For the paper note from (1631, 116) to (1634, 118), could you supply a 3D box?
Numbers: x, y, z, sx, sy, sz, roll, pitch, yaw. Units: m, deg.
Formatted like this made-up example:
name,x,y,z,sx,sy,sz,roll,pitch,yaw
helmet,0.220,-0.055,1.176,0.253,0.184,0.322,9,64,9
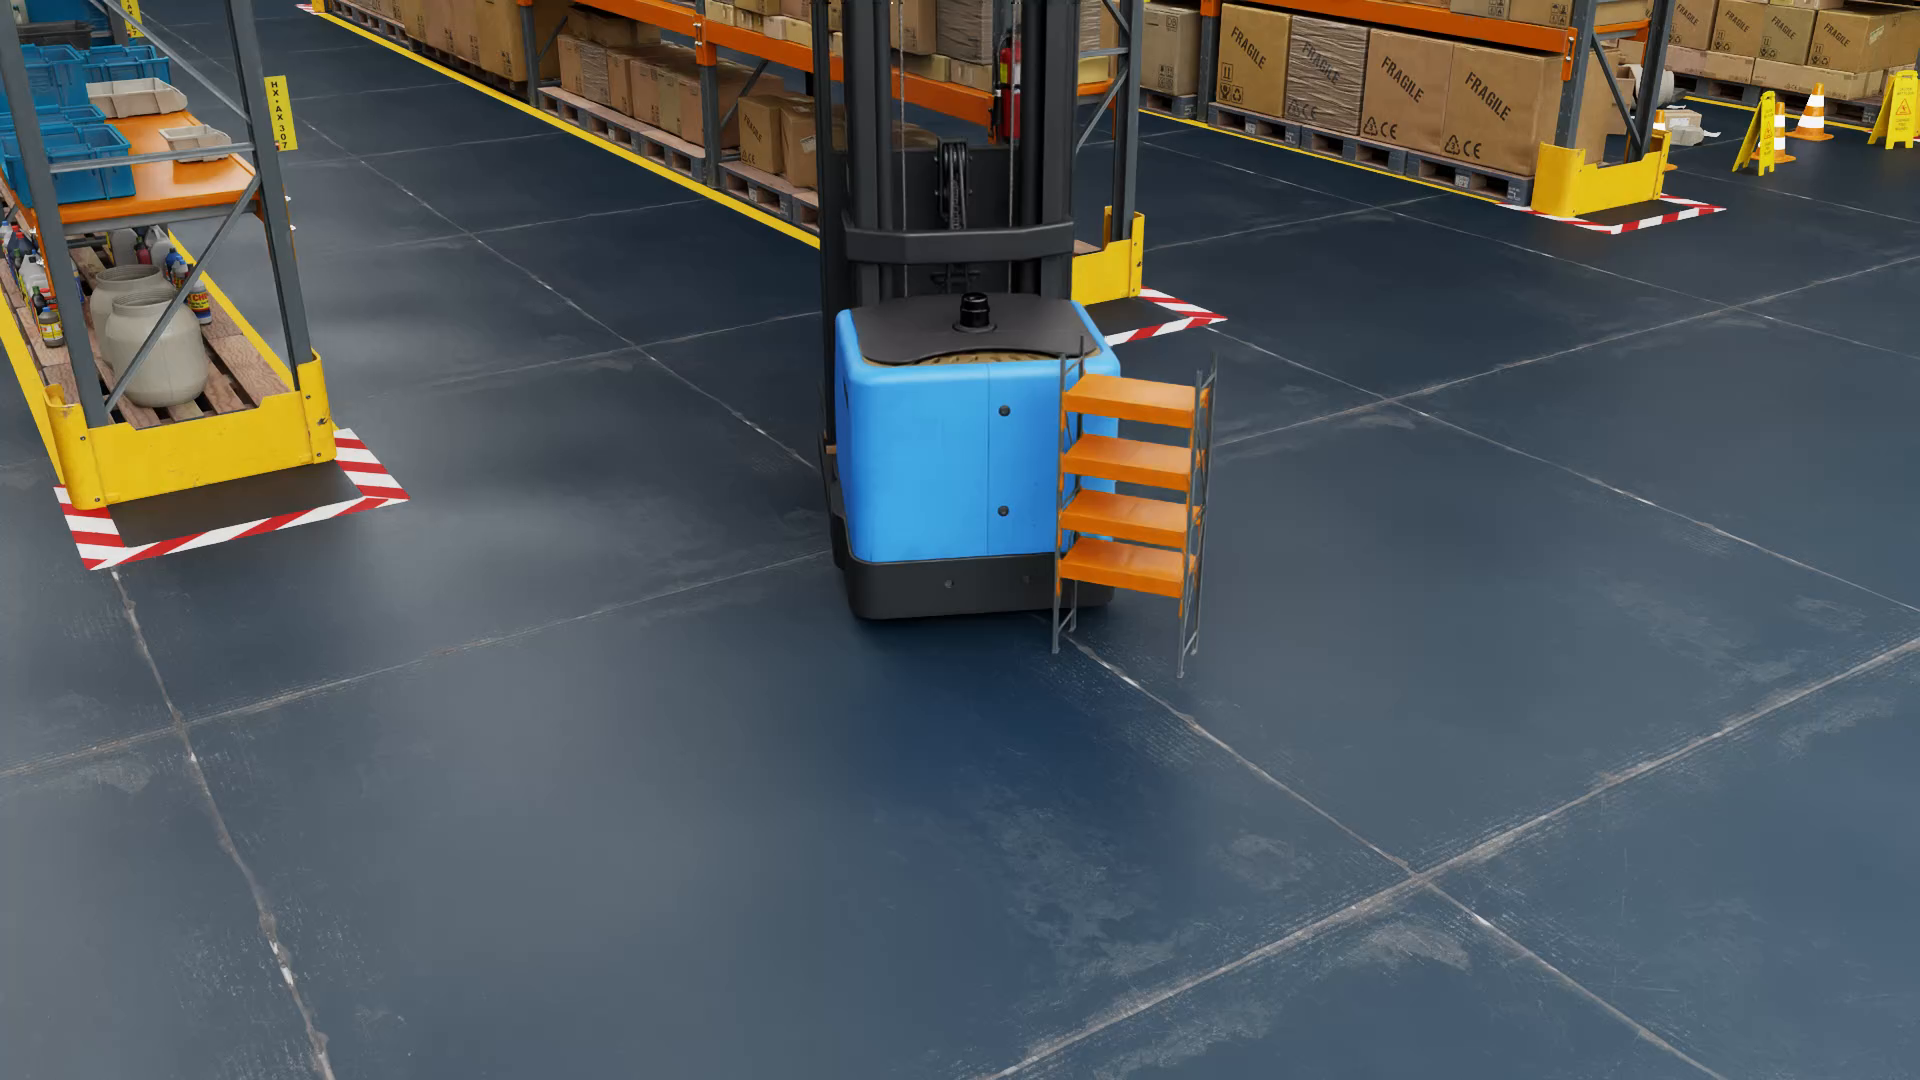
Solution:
name,x,y,z,sx,sy,sz,roll,pitch,yaw
paper note,6.413,-3.991,15.682,0.148,0.019,0.142,-6,26,-12

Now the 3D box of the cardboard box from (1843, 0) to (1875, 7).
name,x,y,z,sx,sy,sz,roll,pitch,yaw
cardboard box,8.424,-4.959,16.091,0.500,0.500,0.500,-17,30,-31

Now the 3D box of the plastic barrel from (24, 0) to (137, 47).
name,x,y,z,sx,sy,sz,roll,pitch,yaw
plastic barrel,-5.658,-3.528,10.623,0.600,0.901,0.708,-16,29,-30

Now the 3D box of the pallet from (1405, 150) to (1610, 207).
name,x,y,z,sx,sy,sz,roll,pitch,yaw
pallet,4.341,-2.943,13.237,1.003,0.211,1.213,-16,29,-30

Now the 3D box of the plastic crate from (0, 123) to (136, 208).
name,x,y,z,sx,sy,sz,roll,pitch,yaw
plastic crate,-4.042,-1.704,7.521,0.499,0.251,0.616,-16,29,-30

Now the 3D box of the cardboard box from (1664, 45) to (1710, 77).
name,x,y,z,sx,sy,sz,roll,pitch,yaw
cardboard box,7.440,-4.852,16.743,0.500,0.250,0.500,-16,30,-30

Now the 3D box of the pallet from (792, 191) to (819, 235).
name,x,y,z,sx,sy,sz,roll,pitch,yaw
pallet,-0.485,-2.317,11.912,1.003,0.211,1.213,-16,29,-30

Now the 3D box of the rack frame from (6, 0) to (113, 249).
name,x,y,z,sx,sy,sz,roll,pitch,yaw
rack frame,-5.699,-3.094,10.290,0.949,2.616,0.053,-16,29,-30

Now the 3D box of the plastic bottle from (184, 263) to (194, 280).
name,x,y,z,sx,sy,sz,roll,pitch,yaw
plastic bottle,-4.355,-1.439,9.451,0.061,0.283,0.133,-15,29,-29

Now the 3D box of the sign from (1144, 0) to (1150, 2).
name,x,y,z,sx,sy,sz,roll,pitch,yaw
sign,1.087,-3.334,9.786,0.100,0.325,0.005,-16,29,-30

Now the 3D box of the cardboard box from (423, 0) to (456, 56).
name,x,y,z,sx,sy,sz,roll,pitch,yaw
cardboard box,-5.064,-5.794,18.007,1.225,0.875,0.875,-17,30,-31

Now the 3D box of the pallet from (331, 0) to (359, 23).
name,x,y,z,sx,sy,sz,roll,pitch,yaw
pallet,-7.600,-7.010,21.853,1.003,0.211,1.213,-16,29,-30

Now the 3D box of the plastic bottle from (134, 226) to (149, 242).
name,x,y,z,sx,sy,sz,roll,pitch,yaw
plastic bottle,-5.004,-1.862,10.269,0.144,0.351,0.185,-17,30,-32

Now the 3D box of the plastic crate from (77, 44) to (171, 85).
name,x,y,z,sx,sy,sz,roll,pitch,yaw
plastic crate,-4.870,-2.693,9.615,0.499,0.251,0.616,-16,29,-30

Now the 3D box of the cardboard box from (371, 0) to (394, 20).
name,x,y,z,sx,sy,sz,roll,pitch,yaw
cardboard box,-6.703,-6.914,20.380,0.875,0.875,0.875,-16,29,-30

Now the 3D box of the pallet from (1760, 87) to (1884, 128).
name,x,y,z,sx,sy,sz,roll,pitch,yaw
pallet,8.480,-4.191,15.880,1.003,0.211,1.213,-16,29,-30

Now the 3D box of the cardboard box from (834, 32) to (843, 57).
name,x,y,z,sx,sy,sz,roll,pitch,yaw
cardboard box,-0.603,-3.269,10.955,0.380,0.149,0.250,-16,29,-30

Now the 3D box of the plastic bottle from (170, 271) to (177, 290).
name,x,y,z,sx,sy,sz,roll,pitch,yaw
plastic bottle,-4.542,-1.511,9.699,0.097,0.201,0.097,0,25,0

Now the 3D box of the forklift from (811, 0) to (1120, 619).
name,x,y,z,sx,sy,sz,roll,pitch,yaw
forklift,4.930,-4.788,13.959,13.043,2.935,16.431,-3,25,-7

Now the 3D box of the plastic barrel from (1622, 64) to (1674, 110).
name,x,y,z,sx,sy,sz,roll,pitch,yaw
plastic barrel,6.539,-4.347,15.962,0.512,0.421,0.421,3,25,6

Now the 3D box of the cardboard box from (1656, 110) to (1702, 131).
name,x,y,z,sx,sy,sz,roll,pitch,yaw
cardboard box,6.528,-3.835,15.199,0.380,0.149,0.250,-1,25,-3

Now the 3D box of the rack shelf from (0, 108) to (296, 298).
name,x,y,z,sx,sy,sz,roll,pitch,yaw
rack shelf,-4.610,-2.052,8.926,1.077,0.370,4.000,-16,29,-30

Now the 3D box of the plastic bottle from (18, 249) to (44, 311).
name,x,y,z,sx,sy,sz,roll,pitch,yaw
plastic bottle,-5.273,-1.489,9.478,0.144,0.351,0.185,-16,30,-30

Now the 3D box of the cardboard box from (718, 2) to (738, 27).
name,x,y,z,sx,sy,sz,roll,pitch,yaw
cardboard box,-1.561,-3.894,12.279,0.380,0.149,0.250,-16,29,-30

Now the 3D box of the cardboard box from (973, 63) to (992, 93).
name,x,y,z,sx,sy,sz,roll,pitch,yaw
cardboard box,0.304,-2.757,9.870,0.380,0.149,0.250,-16,29,-30

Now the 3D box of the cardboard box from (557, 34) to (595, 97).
name,x,y,z,sx,sy,sz,roll,pitch,yaw
cardboard box,-3.353,-4.511,15.706,0.700,0.500,0.500,-17,30,-32

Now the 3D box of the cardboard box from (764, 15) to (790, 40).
name,x,y,z,sx,sy,sz,roll,pitch,yaw
cardboard box,-1.155,-3.625,11.709,0.380,0.149,0.250,-16,29,-30

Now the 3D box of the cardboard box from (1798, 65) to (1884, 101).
name,x,y,z,sx,sy,sz,roll,pitch,yaw
cardboard box,8.255,-4.307,15.590,0.500,0.250,0.500,-16,29,-30

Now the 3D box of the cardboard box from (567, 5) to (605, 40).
name,x,y,z,sx,sy,sz,roll,pitch,yaw
cardboard box,-3.344,-4.853,15.551,0.500,0.250,0.500,-14,29,-28

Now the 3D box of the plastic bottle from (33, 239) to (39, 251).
name,x,y,z,sx,sy,sz,roll,pitch,yaw
plastic bottle,-5.488,-1.742,10.014,0.144,0.351,0.185,-16,29,-30

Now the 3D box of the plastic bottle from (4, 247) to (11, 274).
name,x,y,z,sx,sy,sz,roll,pitch,yaw
plastic bottle,-5.784,-1.738,10.180,0.097,0.201,0.097,0,25,0

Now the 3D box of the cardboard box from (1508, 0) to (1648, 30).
name,x,y,z,sx,sy,sz,roll,pitch,yaw
cardboard box,4.602,-4.126,12.301,0.875,0.550,0.550,-16,29,-30

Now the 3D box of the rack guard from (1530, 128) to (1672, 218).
name,x,y,z,sx,sy,sz,roll,pitch,yaw
rack guard,4.856,-2.797,12.590,1.175,0.500,0.348,-16,29,-30

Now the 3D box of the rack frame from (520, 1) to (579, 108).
name,x,y,z,sx,sy,sz,roll,pitch,yaw
rack frame,-3.735,-5.678,15.764,1.000,3.000,0.127,-16,29,-30

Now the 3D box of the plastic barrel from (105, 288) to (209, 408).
name,x,y,z,sx,sy,sz,roll,pitch,yaw
plastic barrel,-3.941,-0.945,8.160,0.421,0.512,0.421,0,25,0

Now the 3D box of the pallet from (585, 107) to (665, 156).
name,x,y,z,sx,sy,sz,roll,pitch,yaw
pallet,-2.648,-3.701,14.843,1.003,0.211,1.213,-16,29,-30

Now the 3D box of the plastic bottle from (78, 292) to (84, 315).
name,x,y,z,sx,sy,sz,roll,pitch,yaw
plastic bottle,-4.984,-1.332,9.321,0.097,0.201,0.097,0,25,0

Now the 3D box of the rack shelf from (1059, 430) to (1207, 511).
name,x,y,z,sx,sy,sz,roll,pitch,yaw
rack shelf,0.629,-0.255,6.017,0.480,0.148,0.258,10,27,20

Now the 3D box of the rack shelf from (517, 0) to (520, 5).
name,x,y,z,sx,sy,sz,roll,pitch,yaw
rack shelf,-4.827,-6.068,17.433,1.077,0.370,4.000,-16,29,-30

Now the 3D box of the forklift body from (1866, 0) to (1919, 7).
name,x,y,z,sx,sy,sz,roll,pitch,yaw
forklift body,10.528,-6.153,17.765,2.313,2.155,1.214,-16,29,-30

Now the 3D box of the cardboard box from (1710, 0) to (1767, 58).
name,x,y,z,sx,sy,sz,roll,pitch,yaw
cardboard box,7.722,-5.005,16.190,0.500,0.500,0.500,-16,30,-31

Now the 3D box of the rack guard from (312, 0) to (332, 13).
name,x,y,z,sx,sy,sz,roll,pitch,yaw
rack guard,-8.115,-7.417,22.377,1.175,0.500,0.348,-16,29,-30

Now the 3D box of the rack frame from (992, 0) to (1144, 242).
name,x,y,z,sx,sy,sz,roll,pitch,yaw
rack frame,0.632,-2.816,9.702,1.000,3.000,0.127,-16,29,-30

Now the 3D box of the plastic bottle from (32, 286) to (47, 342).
name,x,y,z,sx,sy,sz,roll,pitch,yaw
plastic bottle,-4.967,-1.225,8.998,0.061,0.283,0.133,-15,29,-28

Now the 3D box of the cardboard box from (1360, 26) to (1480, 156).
name,x,y,z,sx,sy,sz,roll,pitch,yaw
cardboard box,3.935,-3.707,13.585,0.875,0.875,0.875,-16,30,-30

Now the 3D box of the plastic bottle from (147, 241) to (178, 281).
name,x,y,z,sx,sy,sz,roll,pitch,yaw
plastic bottle,-4.742,-1.654,9.915,0.152,0.276,0.135,-15,29,-29

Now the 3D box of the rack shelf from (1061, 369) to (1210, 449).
name,x,y,z,sx,sy,sz,roll,pitch,yaw
rack shelf,0.629,-0.469,5.916,0.480,0.148,0.258,10,27,20

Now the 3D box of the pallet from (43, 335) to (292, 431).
name,x,y,z,sx,sy,sz,roll,pitch,yaw
pallet,-4.038,-0.709,8.505,1.003,0.211,1.213,-16,29,-30

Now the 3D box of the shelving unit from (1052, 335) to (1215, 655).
name,x,y,z,sx,sy,sz,roll,pitch,yaw
shelving unit,0.626,-0.114,6.085,0.499,1.200,0.258,10,27,20

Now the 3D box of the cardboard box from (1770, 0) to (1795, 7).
name,x,y,z,sx,sy,sz,roll,pitch,yaw
cardboard box,7.888,-5.137,15.709,0.380,0.149,0.250,-15,29,-29

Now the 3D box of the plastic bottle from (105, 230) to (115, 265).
name,x,y,z,sx,sy,sz,roll,pitch,yaw
plastic bottle,-5.229,-1.897,10.343,0.144,0.351,0.185,-16,29,-30

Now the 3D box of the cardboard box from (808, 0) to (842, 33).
name,x,y,z,sx,sy,sz,roll,pitch,yaw
cardboard box,-0.519,-3.721,11.152,0.875,0.500,0.500,-16,29,-30

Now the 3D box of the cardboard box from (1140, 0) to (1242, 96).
name,x,y,z,sx,sy,sz,roll,pitch,yaw
cardboard box,2.245,-4.741,15.922,1.050,0.750,0.750,-16,29,-30

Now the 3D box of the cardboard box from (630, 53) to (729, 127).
name,x,y,z,sx,sy,sz,roll,pitch,yaw
cardboard box,-2.419,-3.915,14.443,0.700,0.500,0.500,-18,31,-34

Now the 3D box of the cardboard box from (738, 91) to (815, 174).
name,x,y,z,sx,sy,sz,roll,pitch,yaw
cardboard box,-1.367,-3.154,12.854,0.500,0.500,0.500,-17,30,-31

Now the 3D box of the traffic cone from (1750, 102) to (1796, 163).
name,x,y,z,sx,sy,sz,roll,pitch,yaw
traffic cone,6.875,-3.452,14.020,0.336,0.463,0.334,-16,29,-30

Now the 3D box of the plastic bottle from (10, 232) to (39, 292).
name,x,y,z,sx,sy,sz,roll,pitch,yaw
plastic bottle,-5.505,-1.641,9.800,0.144,0.351,0.185,-17,30,-32

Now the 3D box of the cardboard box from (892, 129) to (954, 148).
name,x,y,z,sx,sy,sz,roll,pitch,yaw
cardboard box,-0.376,-2.537,11.547,0.500,0.500,0.500,-13,28,-25
